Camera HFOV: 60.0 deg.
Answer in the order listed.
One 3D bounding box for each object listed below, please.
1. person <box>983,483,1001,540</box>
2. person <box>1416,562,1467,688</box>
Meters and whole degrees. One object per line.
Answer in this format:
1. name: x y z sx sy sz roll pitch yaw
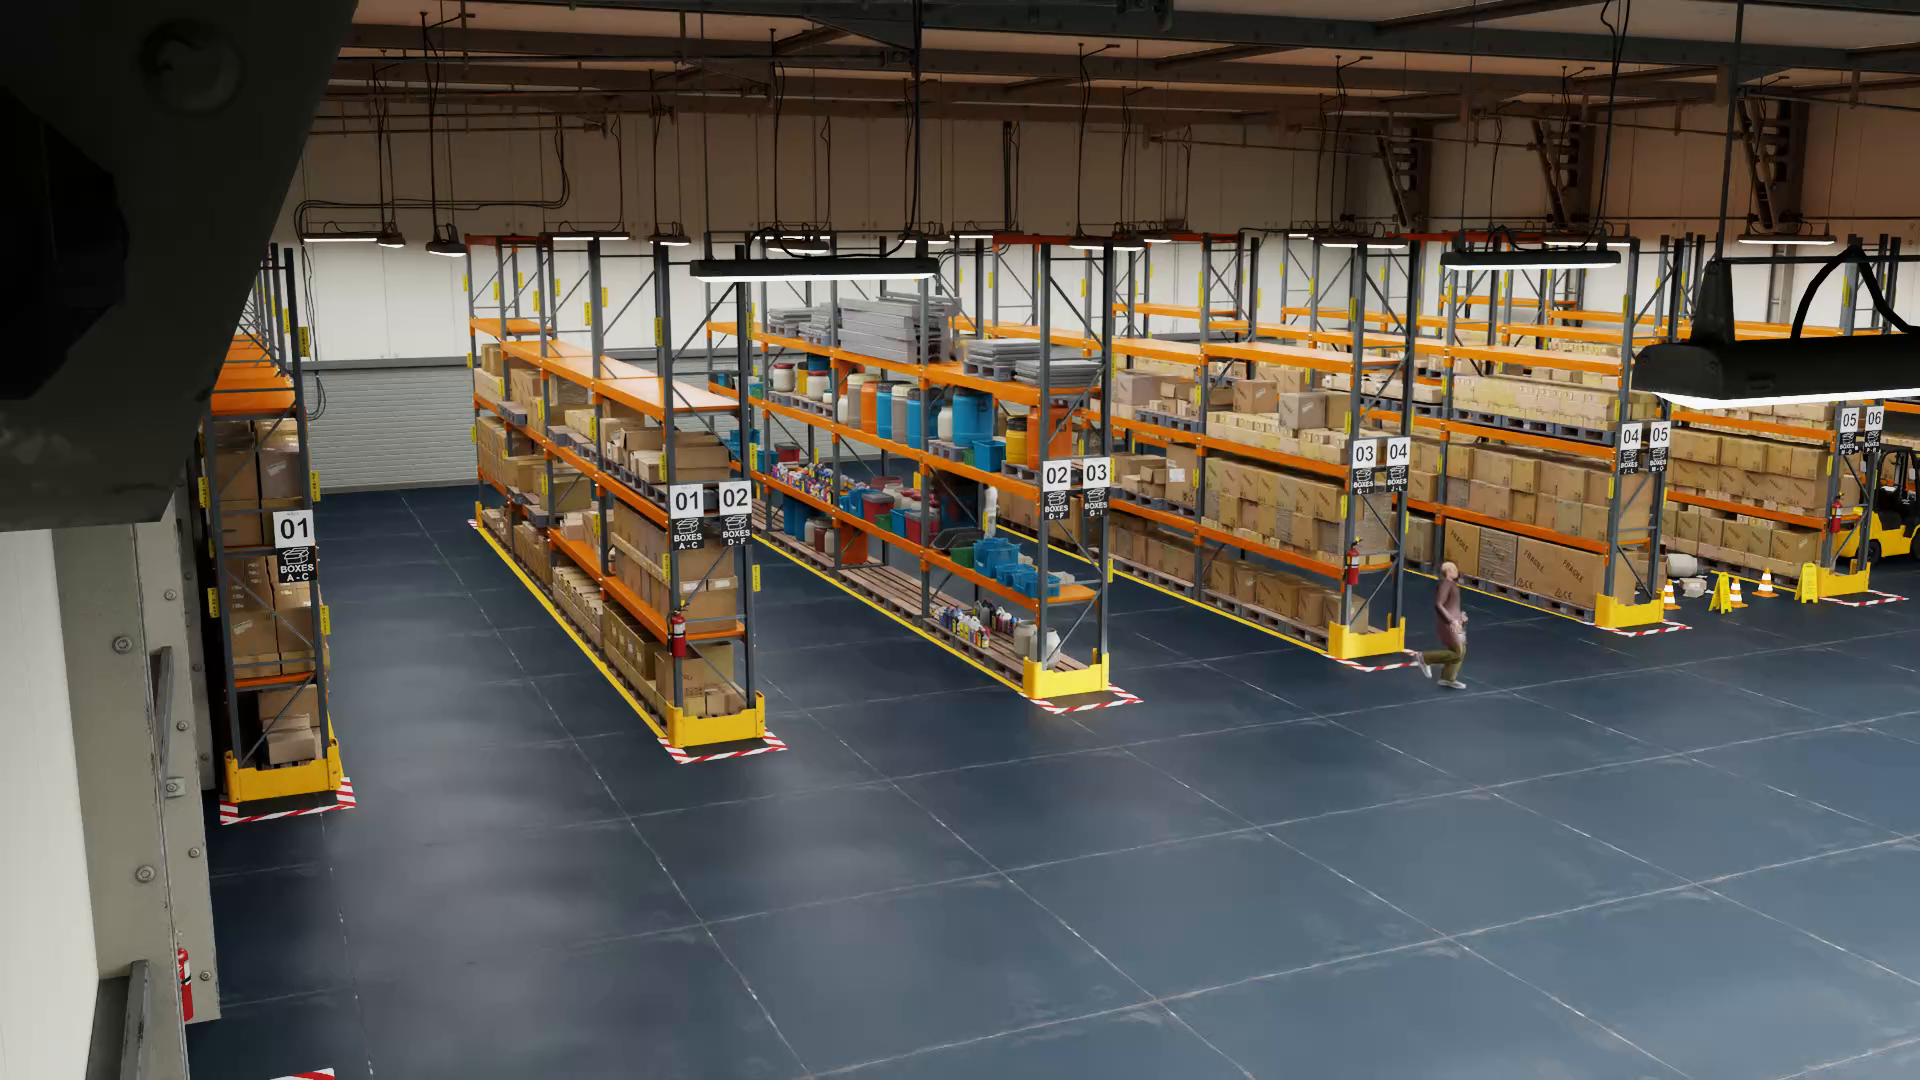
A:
1. person: 0.490 -0.419 30.693 0.661 1.760 0.531 -7 13 -31
2. person: 6.606 1.151 22.708 0.681 1.740 0.726 3 11 16
